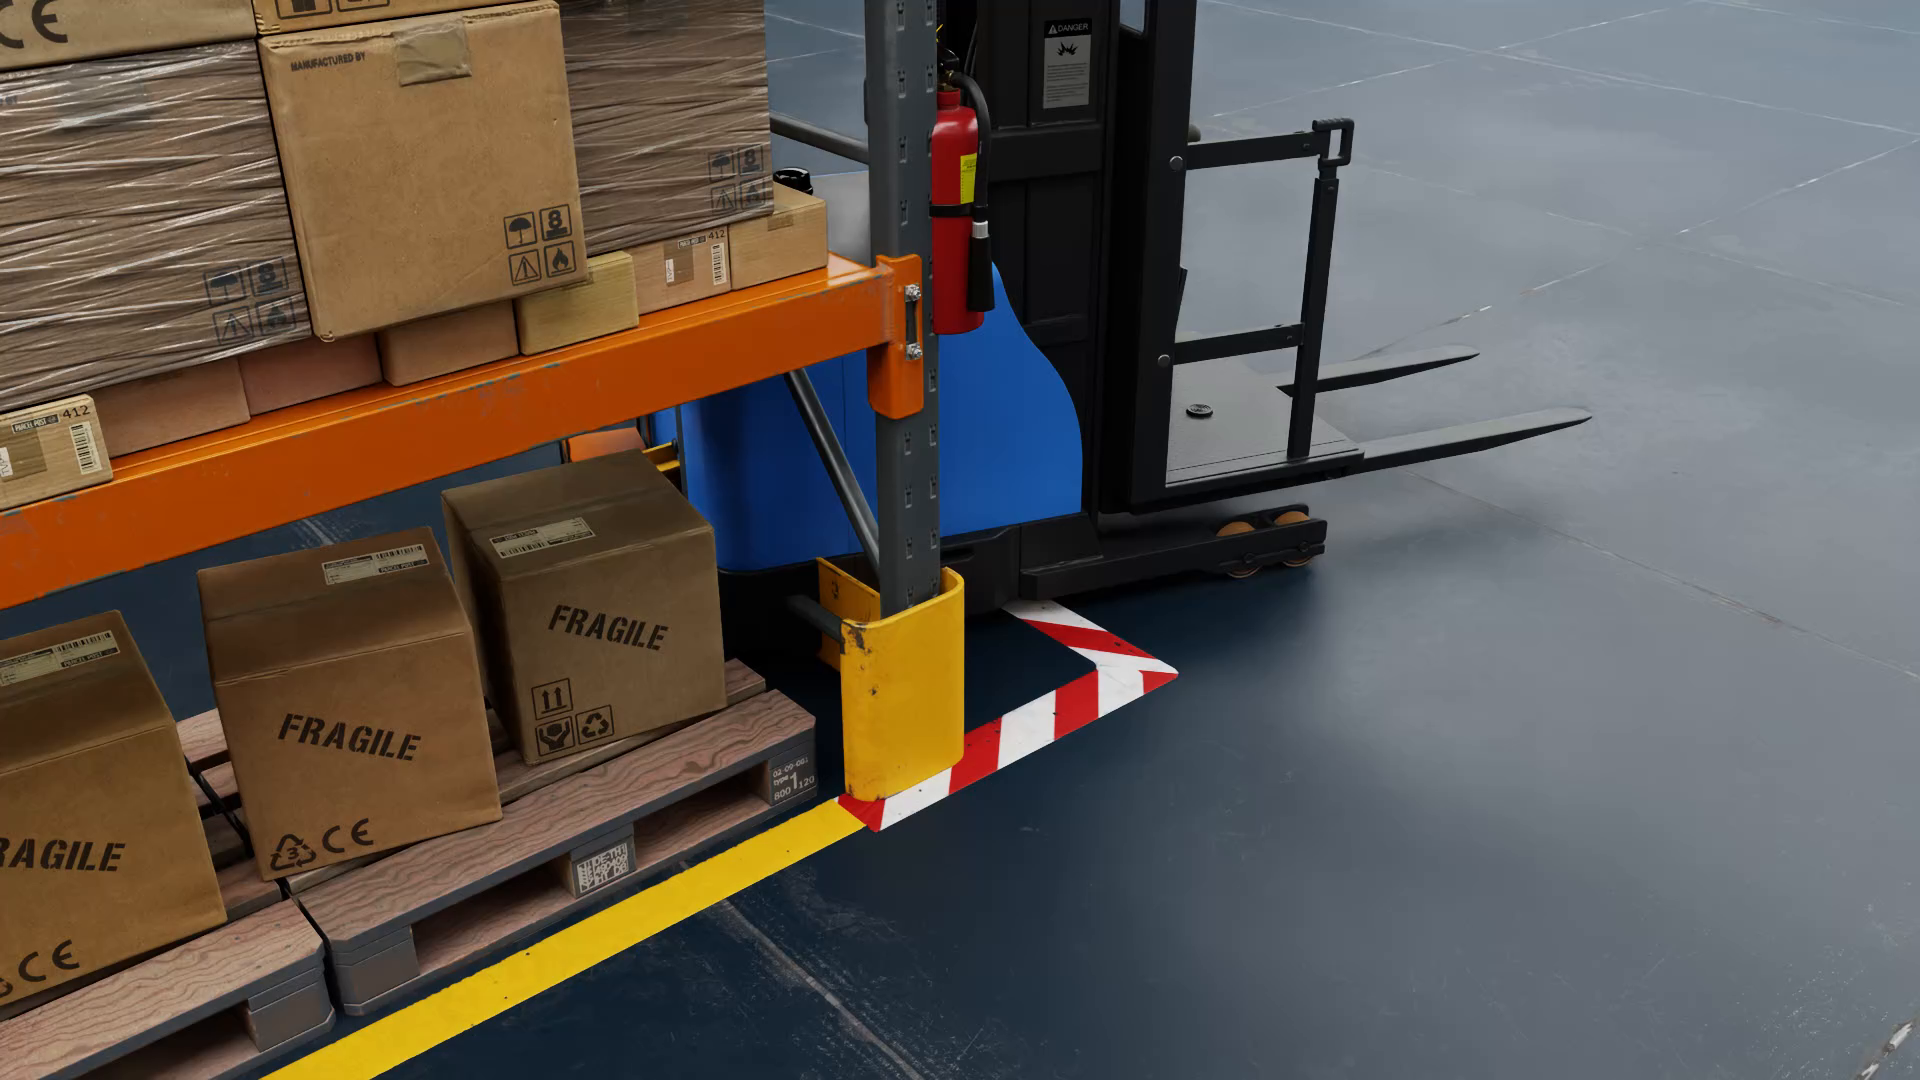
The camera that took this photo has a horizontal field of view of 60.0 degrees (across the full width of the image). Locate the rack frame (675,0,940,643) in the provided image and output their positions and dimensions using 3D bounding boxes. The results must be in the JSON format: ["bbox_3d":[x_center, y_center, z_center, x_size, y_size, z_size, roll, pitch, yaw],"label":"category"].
[{"bbox_3d":[-0.416,-0.957,3.858,0.127,3.000,1.000,-22,35,-35],"label":"rack frame"}]

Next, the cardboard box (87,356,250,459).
[{"bbox_3d":[-1.439,-0.297,2.889,0.250,0.149,0.380,-22,35,-35],"label":"cardboard box"}]

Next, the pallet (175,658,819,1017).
[{"bbox_3d":[-1.114,0.532,4.031,1.213,0.211,1.003,-22,35,-35],"label":"pallet"}]

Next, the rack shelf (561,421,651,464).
[{"bbox_3d":[-1.079,-0.190,5.103,0.240,0.259,0.215,-10,30,-19],"label":"rack shelf"}]

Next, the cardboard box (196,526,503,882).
[{"bbox_3d":[-1.334,0.340,3.637,0.500,0.500,0.500,-13,31,-22],"label":"cardboard box"}]

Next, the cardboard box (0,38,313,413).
[{"bbox_3d":[-1.563,-0.640,2.844,0.500,0.500,0.875,-22,35,-35],"label":"cardboard box"}]

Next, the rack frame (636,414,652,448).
[{"bbox_3d":[-0.965,-0.465,5.006,0.008,1.050,0.200,-10,30,-19],"label":"rack frame"}]

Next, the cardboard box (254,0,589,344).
[{"bbox_3d":[-1.154,-0.778,3.102,0.500,0.500,0.875,-22,35,-35],"label":"cardboard box"}]

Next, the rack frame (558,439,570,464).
[{"bbox_3d":[-1.192,-0.423,4.928,0.008,1.050,0.200,-10,30,-19],"label":"rack frame"}]

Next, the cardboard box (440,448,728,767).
[{"bbox_3d":[-0.901,0.145,4.002,0.500,0.500,0.500,-15,32,-26],"label":"cardboard box"}]

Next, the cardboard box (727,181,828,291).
[{"bbox_3d":[-0.498,-0.685,3.616,0.250,0.149,0.380,-22,35,-35],"label":"cardboard box"}]

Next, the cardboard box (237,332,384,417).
[{"bbox_3d":[-1.263,-0.381,3.047,0.250,0.149,0.380,-22,35,-35],"label":"cardboard box"}]

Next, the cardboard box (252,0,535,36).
[{"bbox_3d":[-1.050,-1.161,2.758,0.500,0.500,0.500,-22,35,-35],"label":"cardboard box"}]

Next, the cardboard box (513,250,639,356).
[{"bbox_3d":[-0.846,-0.514,3.296,0.250,0.149,0.380,-22,35,-35],"label":"cardboard box"}]

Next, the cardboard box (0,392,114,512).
[{"bbox_3d":[-1.571,-0.188,2.687,0.250,0.149,0.380,-22,35,-35],"label":"cardboard box"}]

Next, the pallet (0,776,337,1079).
[{"bbox_3d":[-2.042,0.903,3.336,1.213,0.211,1.003,-22,35,-35],"label":"pallet"}]

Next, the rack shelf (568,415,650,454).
[{"bbox_3d":[-1.079,-0.435,4.972,0.240,0.259,0.215,-10,30,-19],"label":"rack shelf"}]

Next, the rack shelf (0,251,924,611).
[{"bbox_3d":[-1.937,-0.028,2.883,4.000,0.370,1.077,-22,35,-35],"label":"rack shelf"}]

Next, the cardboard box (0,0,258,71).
[{"bbox_3d":[-1.432,-1.009,2.474,0.500,0.500,0.500,-22,35,-35],"label":"cardboard box"}]

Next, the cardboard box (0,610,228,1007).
[{"bbox_3d":[-1.823,0.525,3.291,0.500,0.500,0.500,-18,33,-30],"label":"cardboard box"}]

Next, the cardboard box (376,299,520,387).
[{"bbox_3d":[-1.046,-0.443,3.163,0.250,0.149,0.380,-22,35,-35],"label":"cardboard box"}]

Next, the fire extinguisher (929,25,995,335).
[{"bbox_3d":[-0.029,-0.793,3.633,0.183,0.674,0.296,-22,35,-35],"label":"fire extinguisher"}]

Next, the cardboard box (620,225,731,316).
[{"bbox_3d":[-0.689,-0.609,3.473,0.250,0.149,0.380,-22,35,-35],"label":"cardboard box"}]

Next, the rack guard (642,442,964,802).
[{"bbox_3d":[-0.473,0.169,4.404,0.348,0.500,1.175,-22,35,-35],"label":"rack guard"}]

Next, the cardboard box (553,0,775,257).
[{"bbox_3d":[-0.852,-0.974,3.468,0.500,0.500,0.875,-22,35,-35],"label":"cardboard box"}]

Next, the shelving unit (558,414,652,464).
[{"bbox_3d":[-1.079,-0.444,4.967,0.252,1.050,0.215,-10,30,-19],"label":"shelving unit"}]

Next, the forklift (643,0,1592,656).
[{"bbox_3d":[0.582,-1.399,4.758,3.031,2.935,1.130,-10,30,-19],"label":"forklift"}]
